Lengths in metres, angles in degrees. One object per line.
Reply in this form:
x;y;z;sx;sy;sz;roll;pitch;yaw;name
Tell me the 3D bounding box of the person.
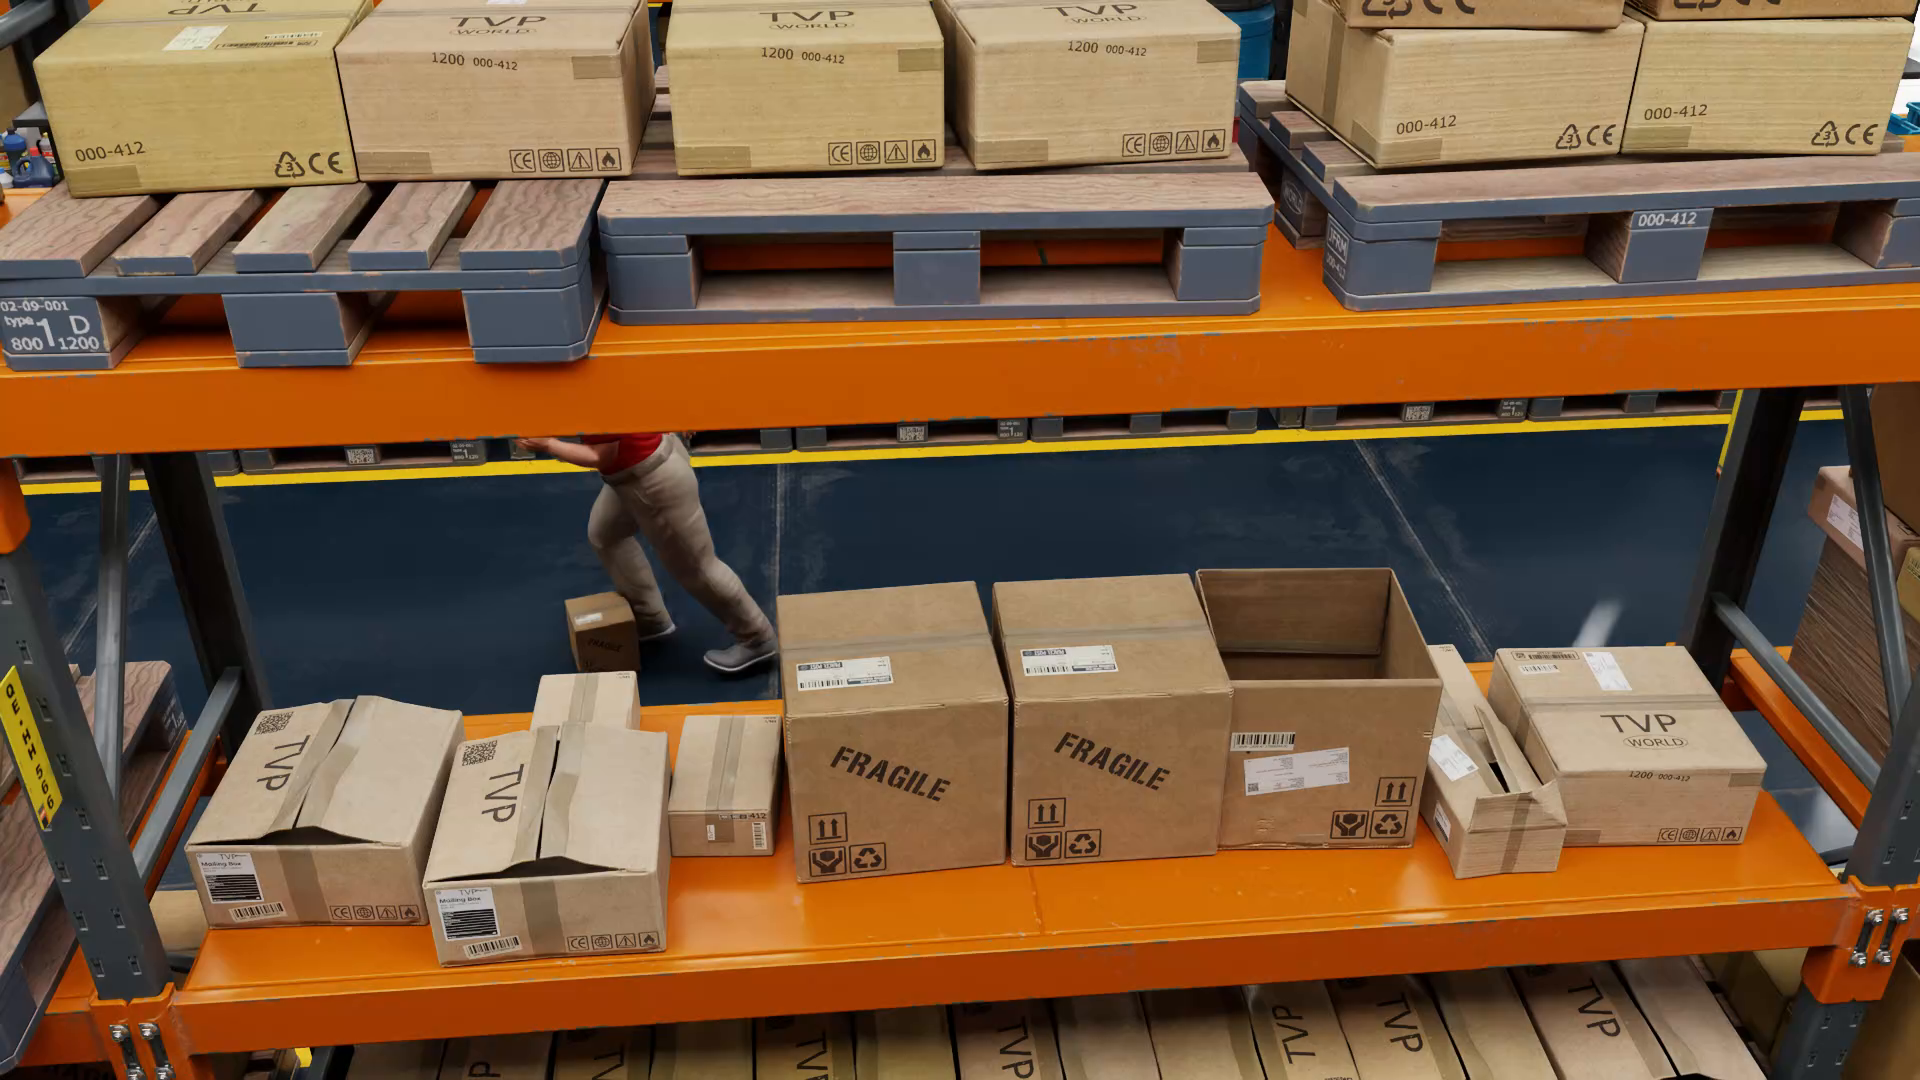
-1.257;-0.223;6.597;0.970;1.663;0.652;-5;31;-9;person
